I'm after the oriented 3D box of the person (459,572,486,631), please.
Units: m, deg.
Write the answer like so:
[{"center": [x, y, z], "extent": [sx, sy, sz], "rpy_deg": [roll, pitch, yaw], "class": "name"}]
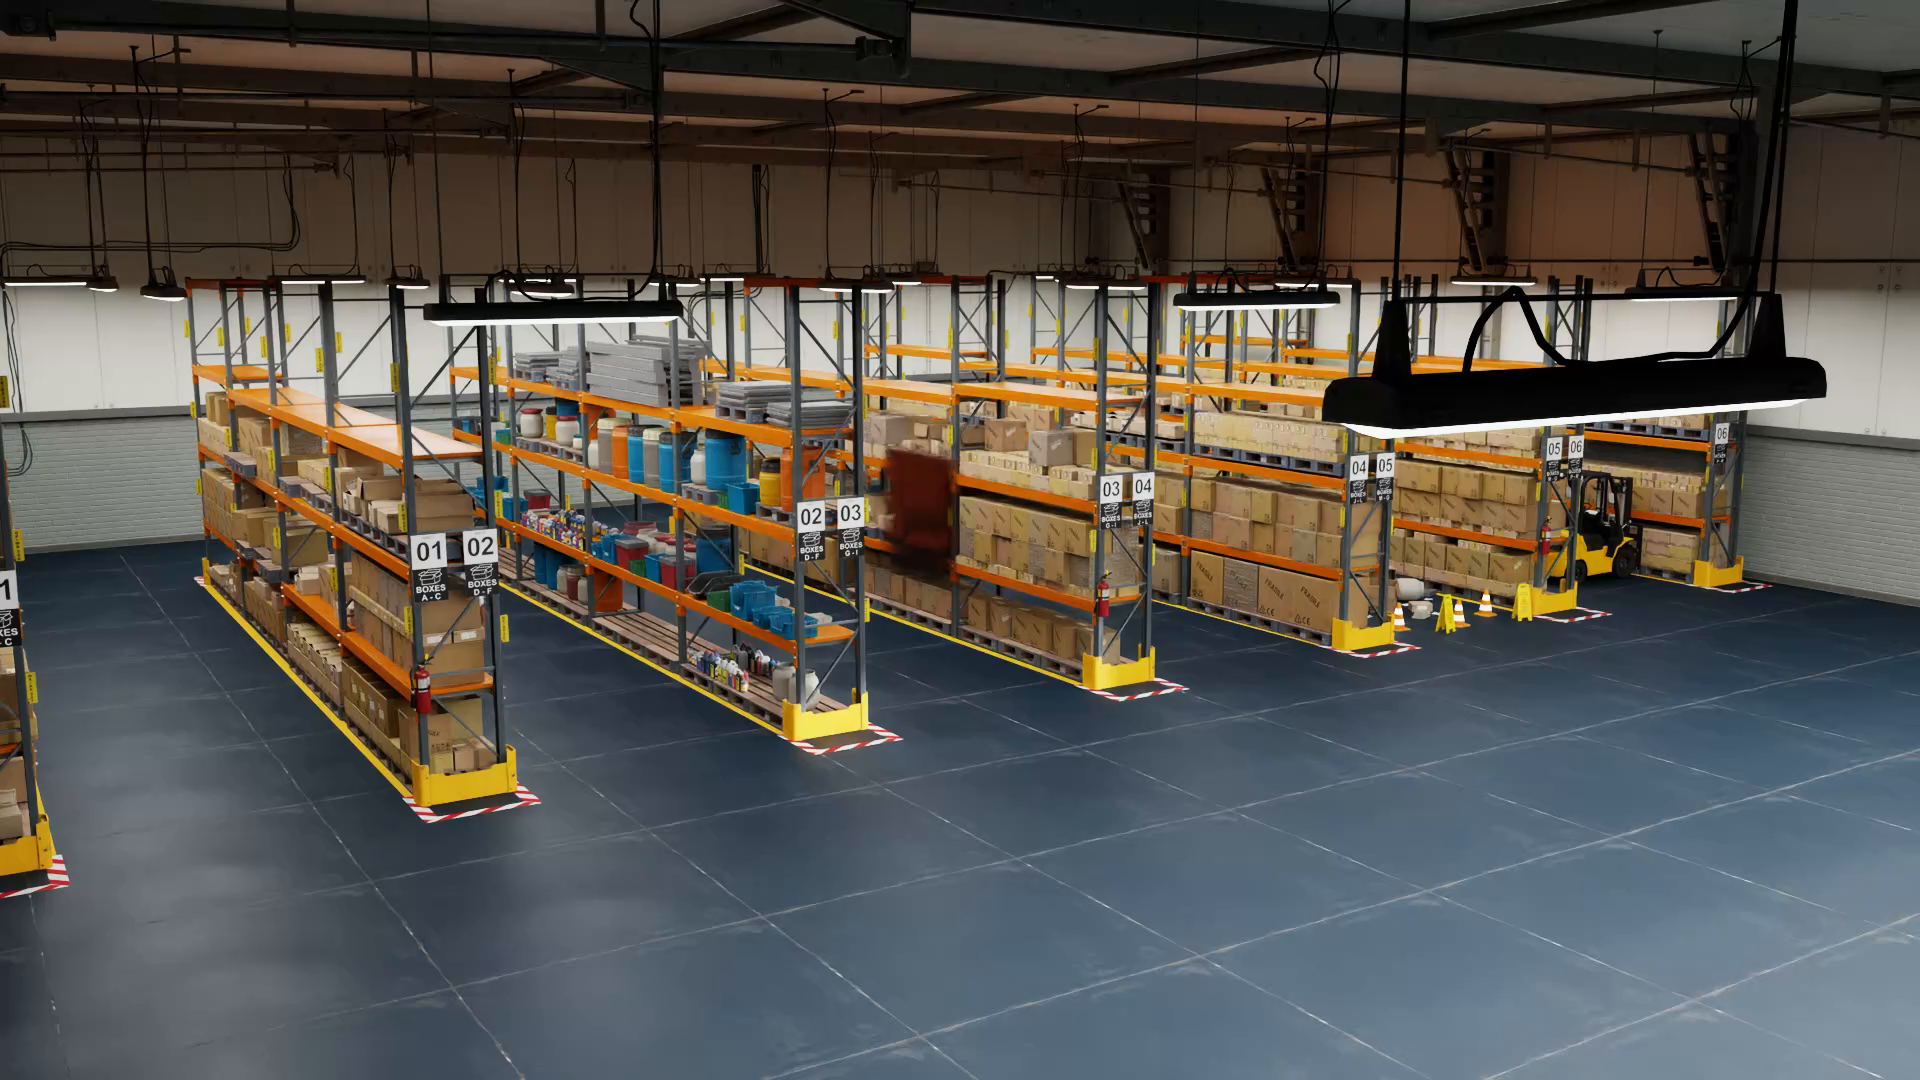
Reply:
[{"center": [-7.467, 1.316, 24.996], "extent": [0.659, 1.744, 0.657], "rpy_deg": [-9, 13, -43], "class": "person"}]
